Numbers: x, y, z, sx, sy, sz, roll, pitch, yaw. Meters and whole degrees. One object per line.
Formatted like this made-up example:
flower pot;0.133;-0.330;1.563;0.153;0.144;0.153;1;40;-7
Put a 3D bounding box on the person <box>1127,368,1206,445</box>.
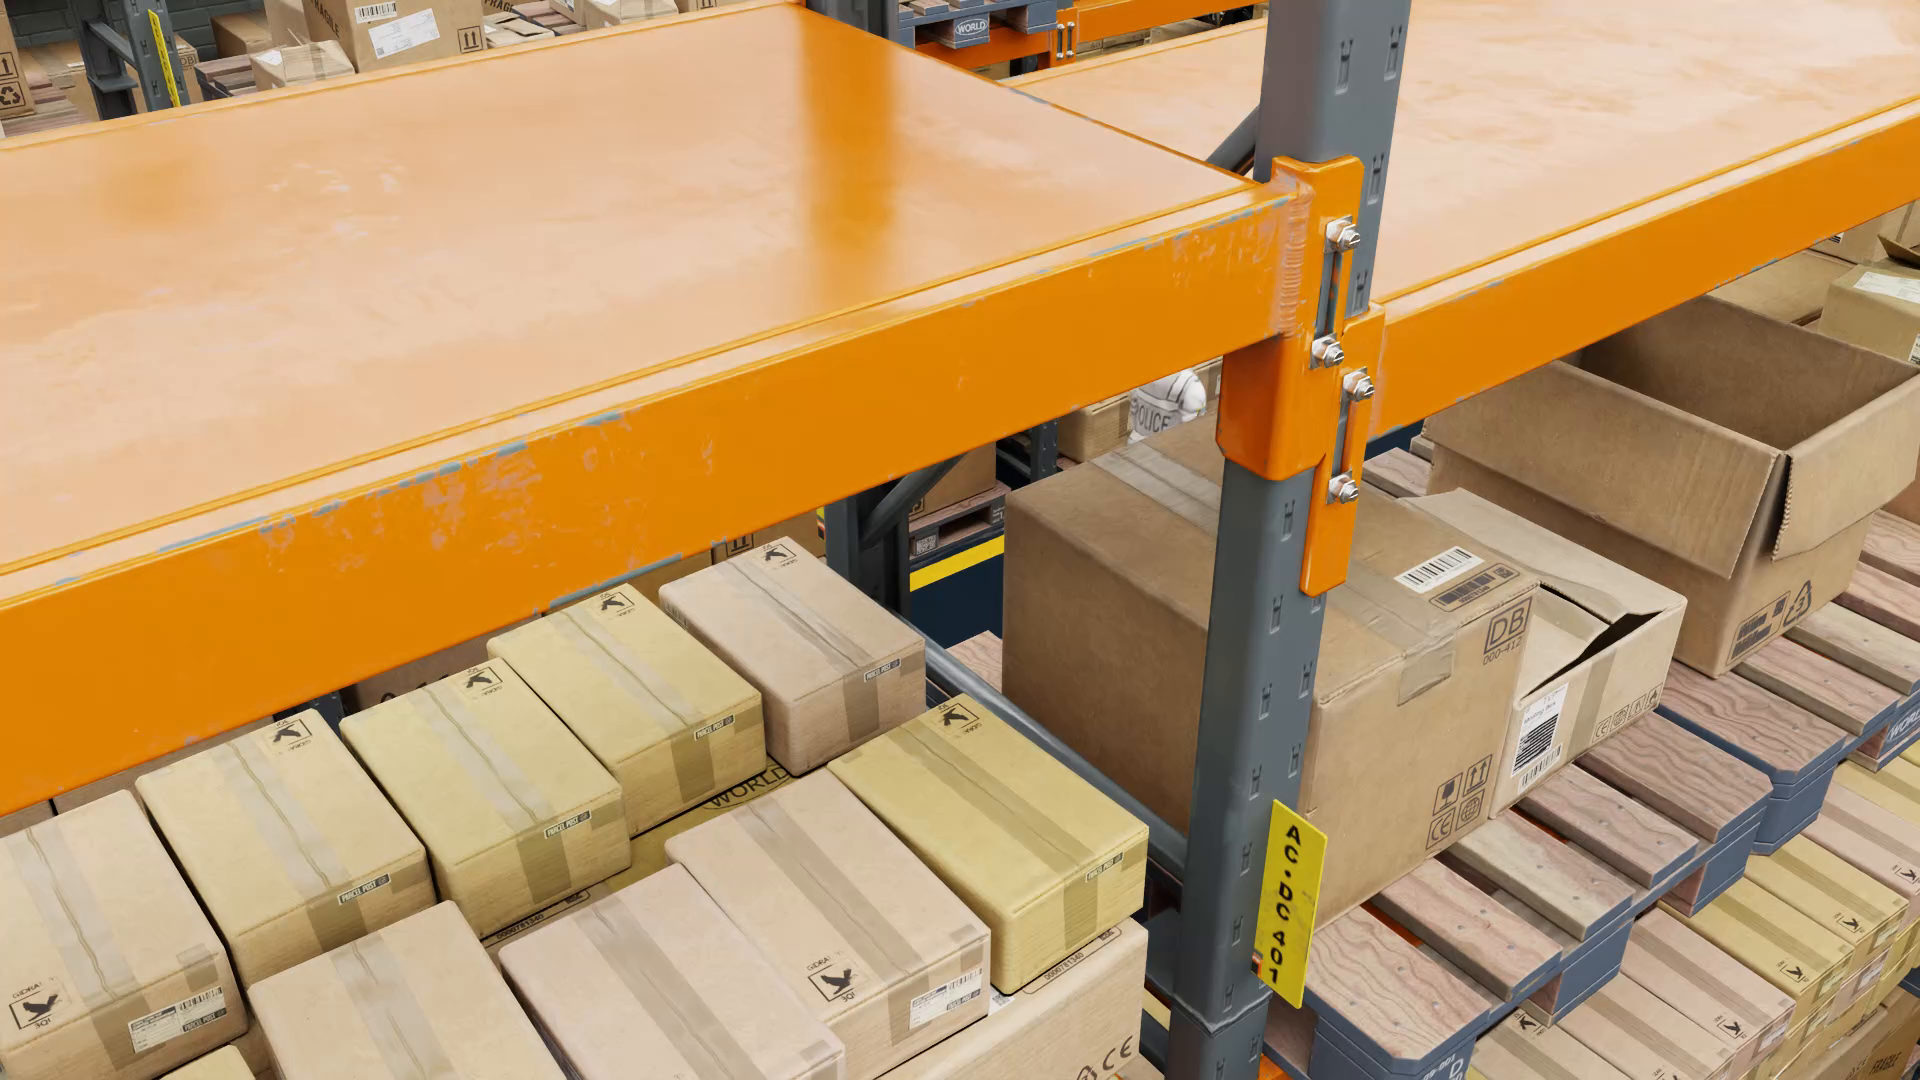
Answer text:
person;1.027;-0.364;8.259;0.446;1.626;0.500;-21;38;-30
